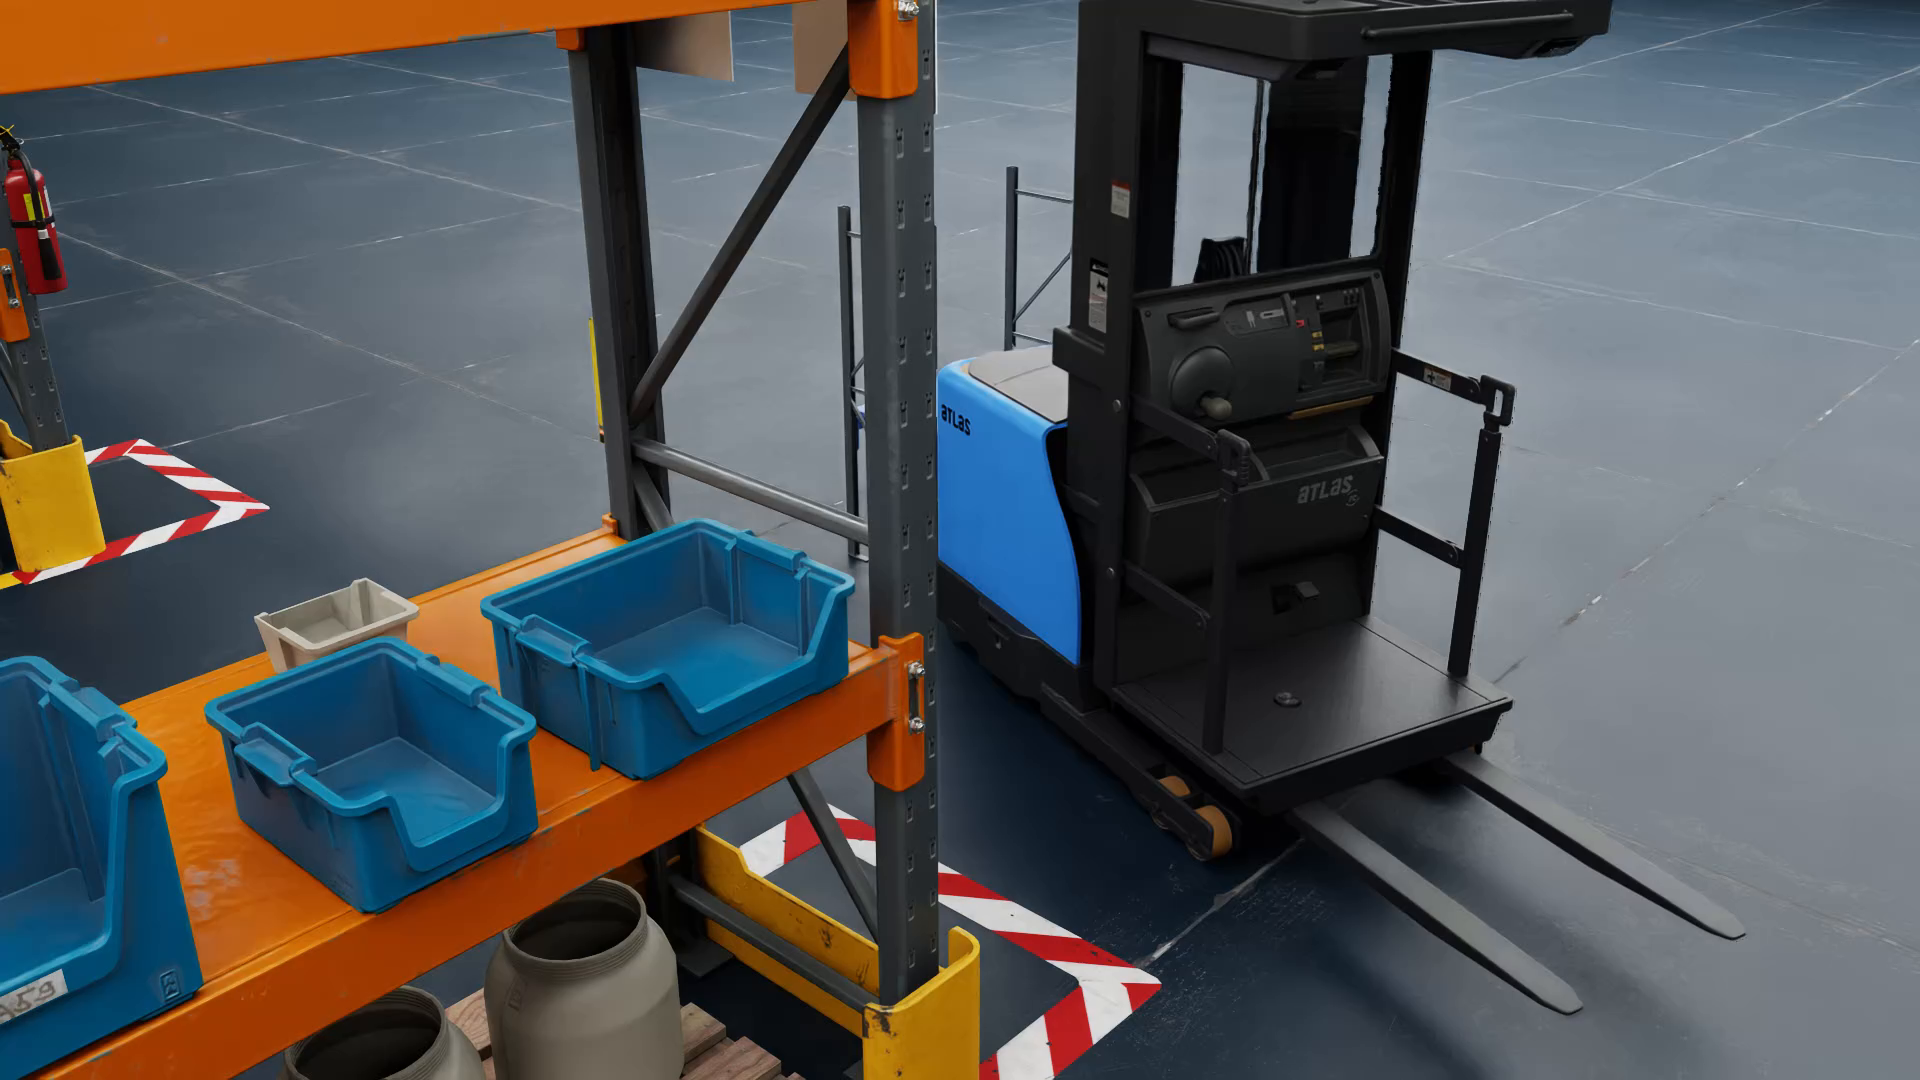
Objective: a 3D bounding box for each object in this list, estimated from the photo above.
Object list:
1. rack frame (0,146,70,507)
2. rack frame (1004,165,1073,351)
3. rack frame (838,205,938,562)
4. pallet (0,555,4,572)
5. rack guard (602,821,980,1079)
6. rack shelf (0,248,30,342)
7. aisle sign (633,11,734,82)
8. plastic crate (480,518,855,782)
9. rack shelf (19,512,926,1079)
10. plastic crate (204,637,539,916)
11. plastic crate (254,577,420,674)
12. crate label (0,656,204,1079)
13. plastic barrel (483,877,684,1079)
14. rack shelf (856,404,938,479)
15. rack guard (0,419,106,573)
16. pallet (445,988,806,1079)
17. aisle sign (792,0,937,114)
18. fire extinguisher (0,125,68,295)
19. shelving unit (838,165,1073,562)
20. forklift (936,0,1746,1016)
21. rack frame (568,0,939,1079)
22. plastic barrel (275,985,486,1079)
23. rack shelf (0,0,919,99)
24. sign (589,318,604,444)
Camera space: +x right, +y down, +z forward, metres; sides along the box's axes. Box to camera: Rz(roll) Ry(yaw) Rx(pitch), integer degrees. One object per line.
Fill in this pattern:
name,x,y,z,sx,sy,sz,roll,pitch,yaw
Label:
rack frame,-4.149,-1.456,6.830,1.000,3.000,0.127,20,31,38
rack frame,0.396,-0.865,7.347,0.500,1.500,0.032,20,31,38
rack frame,-0.282,-0.555,6.656,0.500,1.500,0.032,20,31,38
pallet,-4.768,0.078,6.818,1.003,0.211,1.213,20,31,38
rack guard,-0.476,1.073,4.245,1.175,0.500,0.348,20,31,38
rack shelf,-5.484,-0.518,5.618,1.077,0.370,4.000,20,31,38
aisle sign,-0.631,-1.391,3.509,0.394,0.787,0.004,20,31,38
plastic crate,-0.572,0.199,3.322,0.499,0.251,0.616,20,31,38
rack shelf,-1.796,0.834,2.602,1.077,0.370,4.000,20,31,38
plastic crate,-1.010,0.395,2.884,0.499,0.251,0.408,20,31,38
plastic crate,-1.298,0.202,3.456,0.298,0.136,0.250,20,31,38
crate label,-1.488,0.515,2.391,0.502,0.435,0.616,20,31,38
plastic barrel,-0.843,1.062,3.743,0.421,0.512,0.421,0,24,0
rack shelf,0.057,-0.546,7.075,0.538,0.185,1.000,20,31,38
rack guard,-4.200,-0.292,7.290,1.175,0.500,0.348,20,31,38
pallet,-1.023,1.451,3.755,1.003,0.211,1.213,20,31,38
aisle sign,-0.192,-1.230,3.150,0.394,0.787,0.004,20,31,38
fire extinguisher,-3.730,-1.329,6.643,0.296,0.674,0.183,20,31,38
shelving unit,0.057,-0.710,7.001,0.538,1.500,1.048,20,31,38
forklift,1.054,-0.572,4.944,1.130,2.935,3.031,-13,27,-26
rack frame,-0.461,-0.103,3.814,1.000,3.000,0.127,20,31,38
plastic barrel,-1.178,1.215,3.402,0.421,0.512,0.421,0,24,0
rack shelf,-1.796,-0.534,1.988,1.077,0.370,4.000,20,31,38
sign,-0.868,-0.381,4.095,0.100,0.325,0.005,20,31,38
